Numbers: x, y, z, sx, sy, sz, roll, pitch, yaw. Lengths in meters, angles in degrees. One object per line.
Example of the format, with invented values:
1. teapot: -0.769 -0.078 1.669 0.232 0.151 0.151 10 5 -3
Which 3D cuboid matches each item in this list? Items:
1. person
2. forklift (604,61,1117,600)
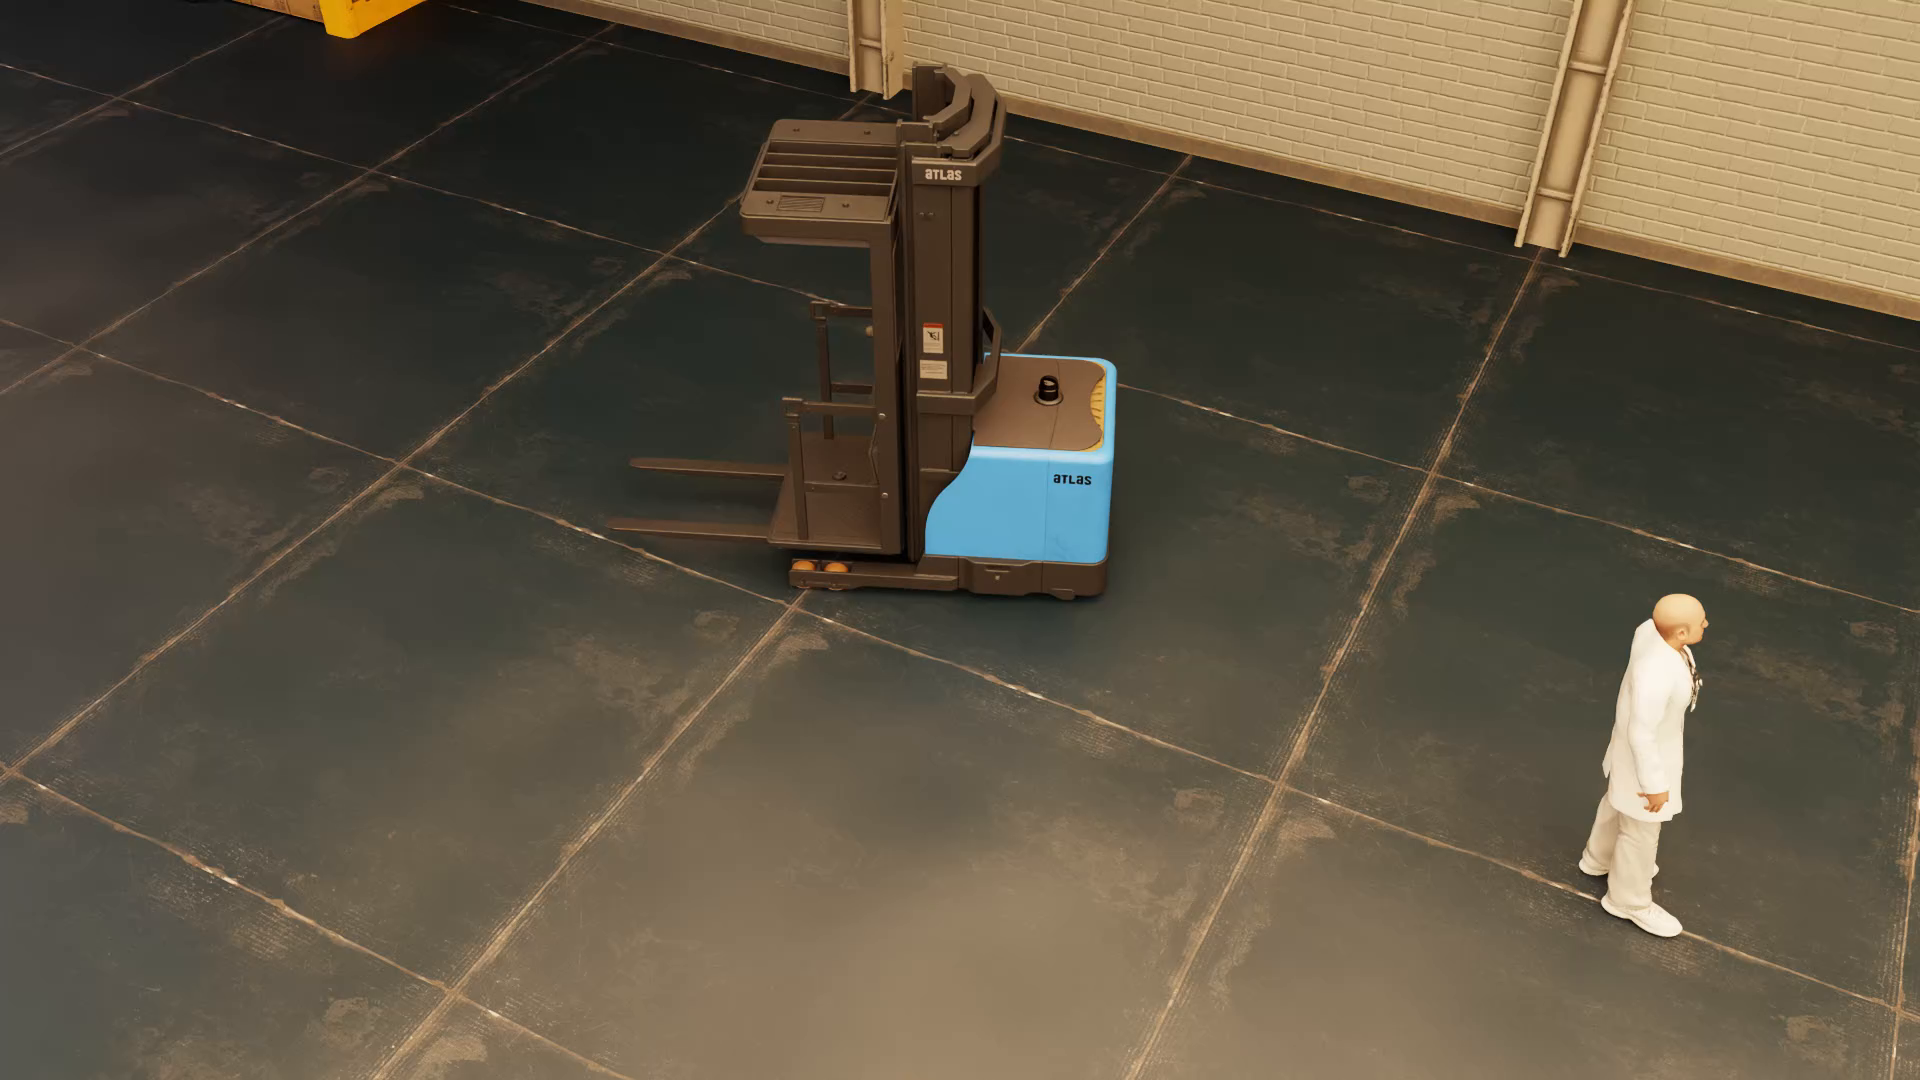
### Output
1. person: 3.273 0.990 7.694 0.578 1.779 0.698 12 42 14
2. forklift: -0.606 -1.157 9.360 3.031 2.935 1.130 3 40 4
